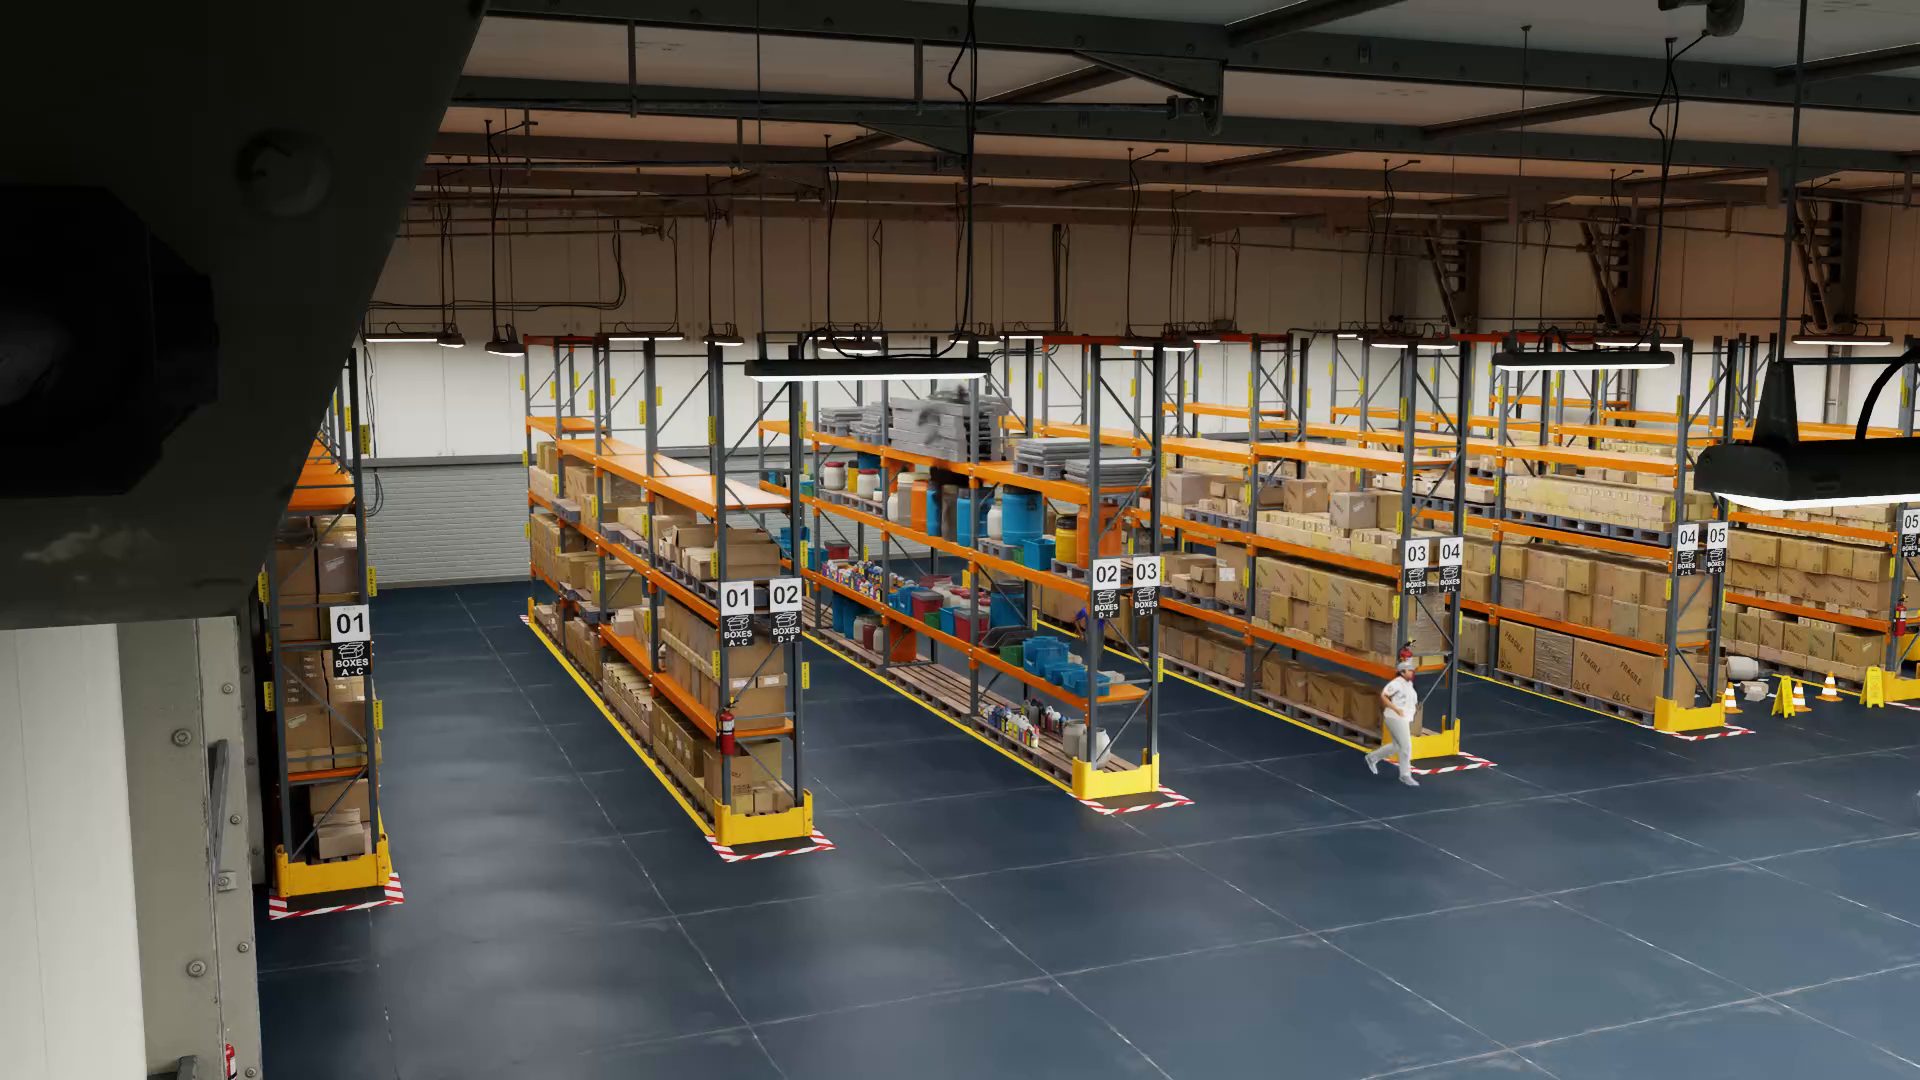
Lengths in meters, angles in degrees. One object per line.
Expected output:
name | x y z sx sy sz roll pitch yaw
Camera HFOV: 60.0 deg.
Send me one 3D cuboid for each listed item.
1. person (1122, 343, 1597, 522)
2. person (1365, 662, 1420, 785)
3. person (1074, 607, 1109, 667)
person | 8.383 -1.610 37.905 4.256 5.812 10.624 -6 10 -38
person | 6.046 2.495 22.984 0.832 1.660 0.644 6 10 37
person | 2.332 1.717 28.620 0.555 1.642 0.652 -5 9 -31
